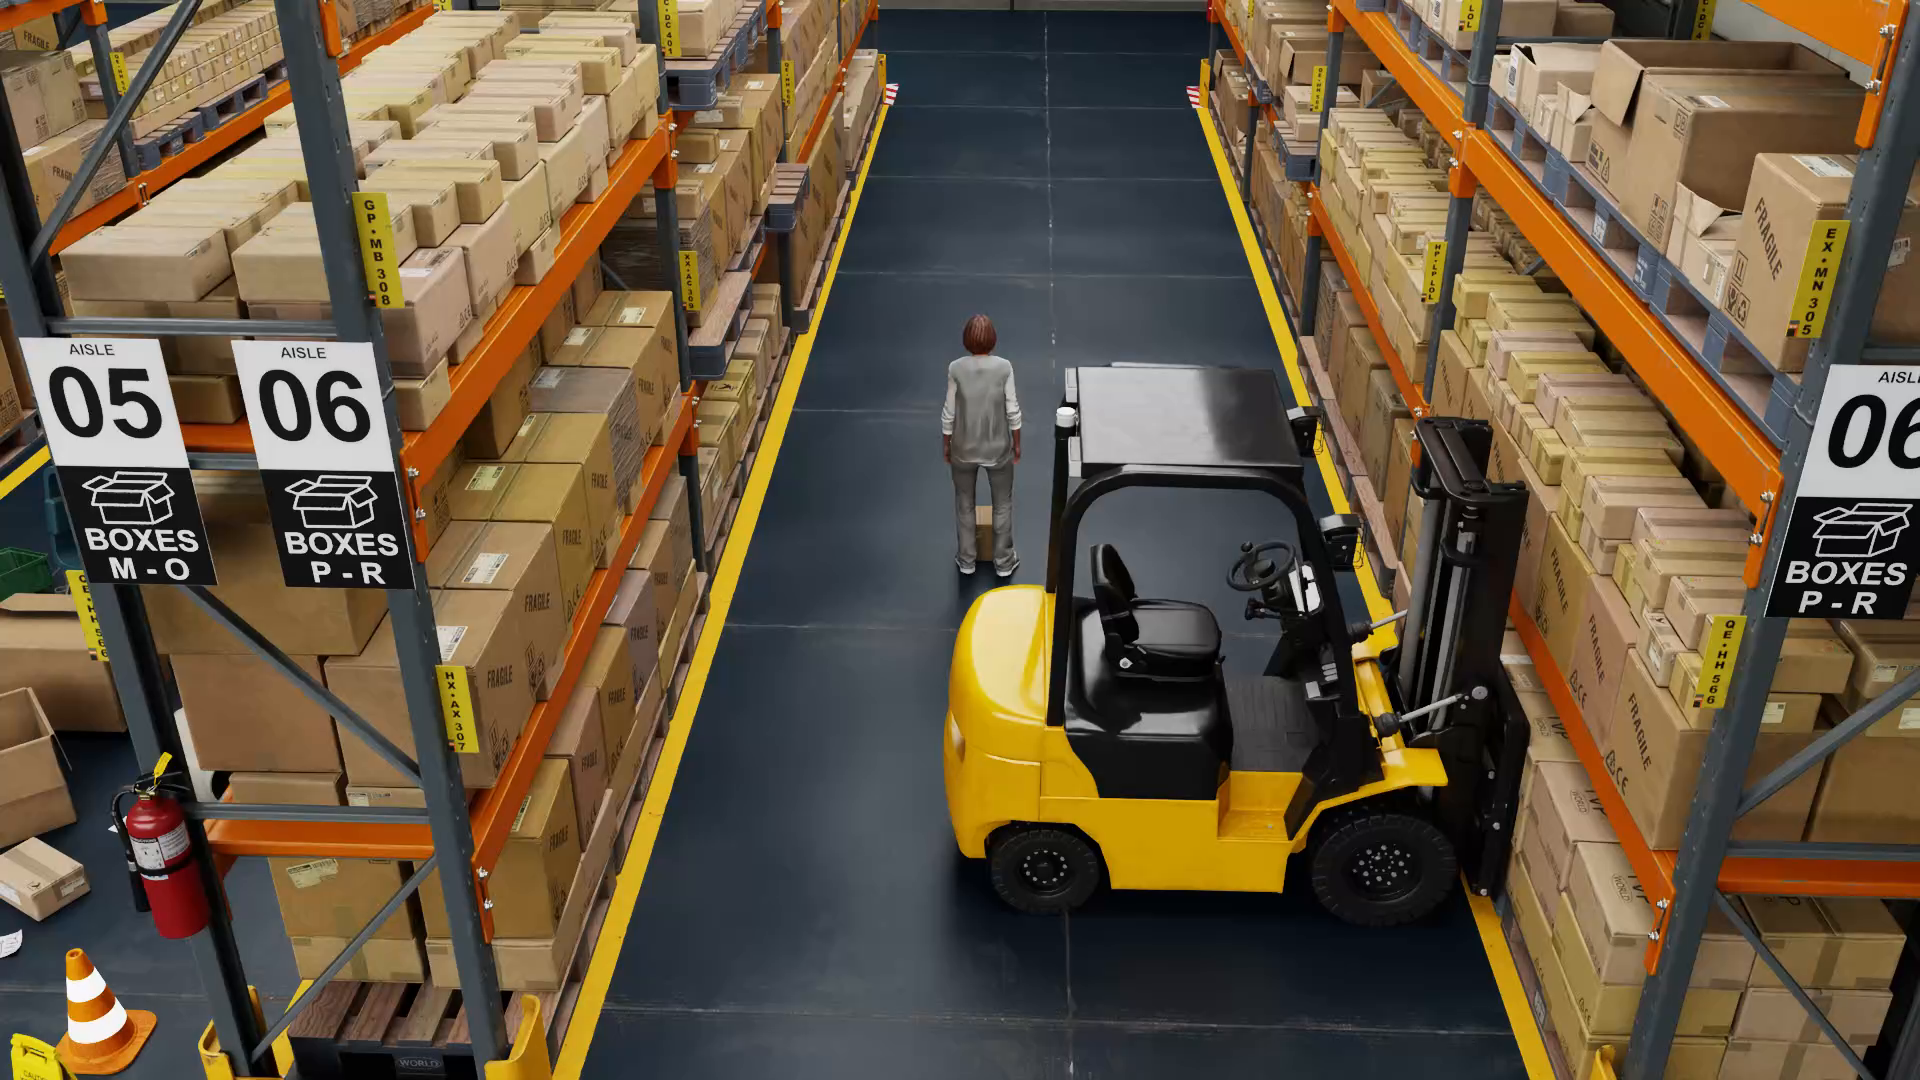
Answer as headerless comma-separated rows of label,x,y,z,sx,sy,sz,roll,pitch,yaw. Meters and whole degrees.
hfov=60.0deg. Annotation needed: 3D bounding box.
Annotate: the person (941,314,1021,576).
person,0.123,-0.523,9.602,0.459,1.593,0.369,1,28,2
